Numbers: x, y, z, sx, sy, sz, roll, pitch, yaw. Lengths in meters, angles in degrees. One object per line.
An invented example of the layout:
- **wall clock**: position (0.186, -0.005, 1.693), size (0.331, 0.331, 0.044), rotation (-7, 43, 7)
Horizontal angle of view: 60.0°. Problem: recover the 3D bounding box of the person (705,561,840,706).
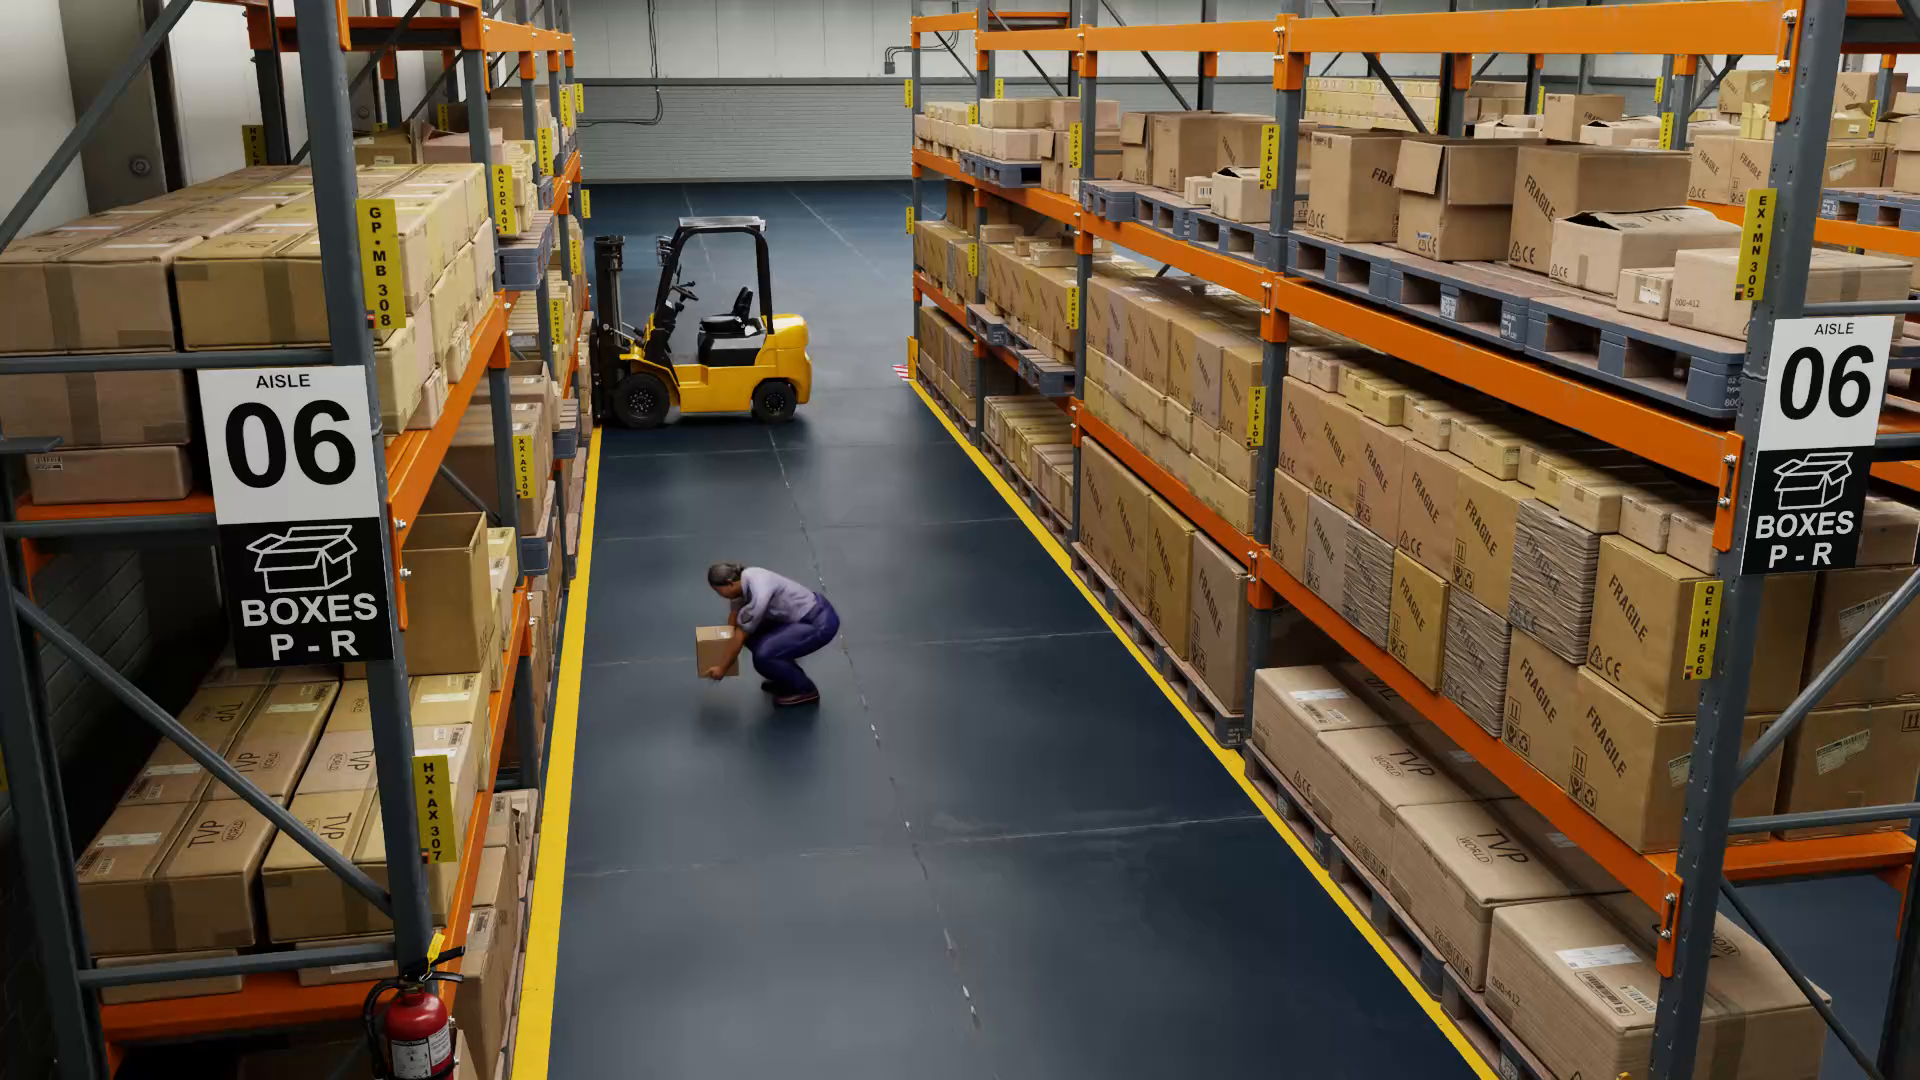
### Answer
- **person**: position (-1.191, 0.555, 10.464), size (0.861, 0.937, 0.500), rotation (-4, 17, -12)
